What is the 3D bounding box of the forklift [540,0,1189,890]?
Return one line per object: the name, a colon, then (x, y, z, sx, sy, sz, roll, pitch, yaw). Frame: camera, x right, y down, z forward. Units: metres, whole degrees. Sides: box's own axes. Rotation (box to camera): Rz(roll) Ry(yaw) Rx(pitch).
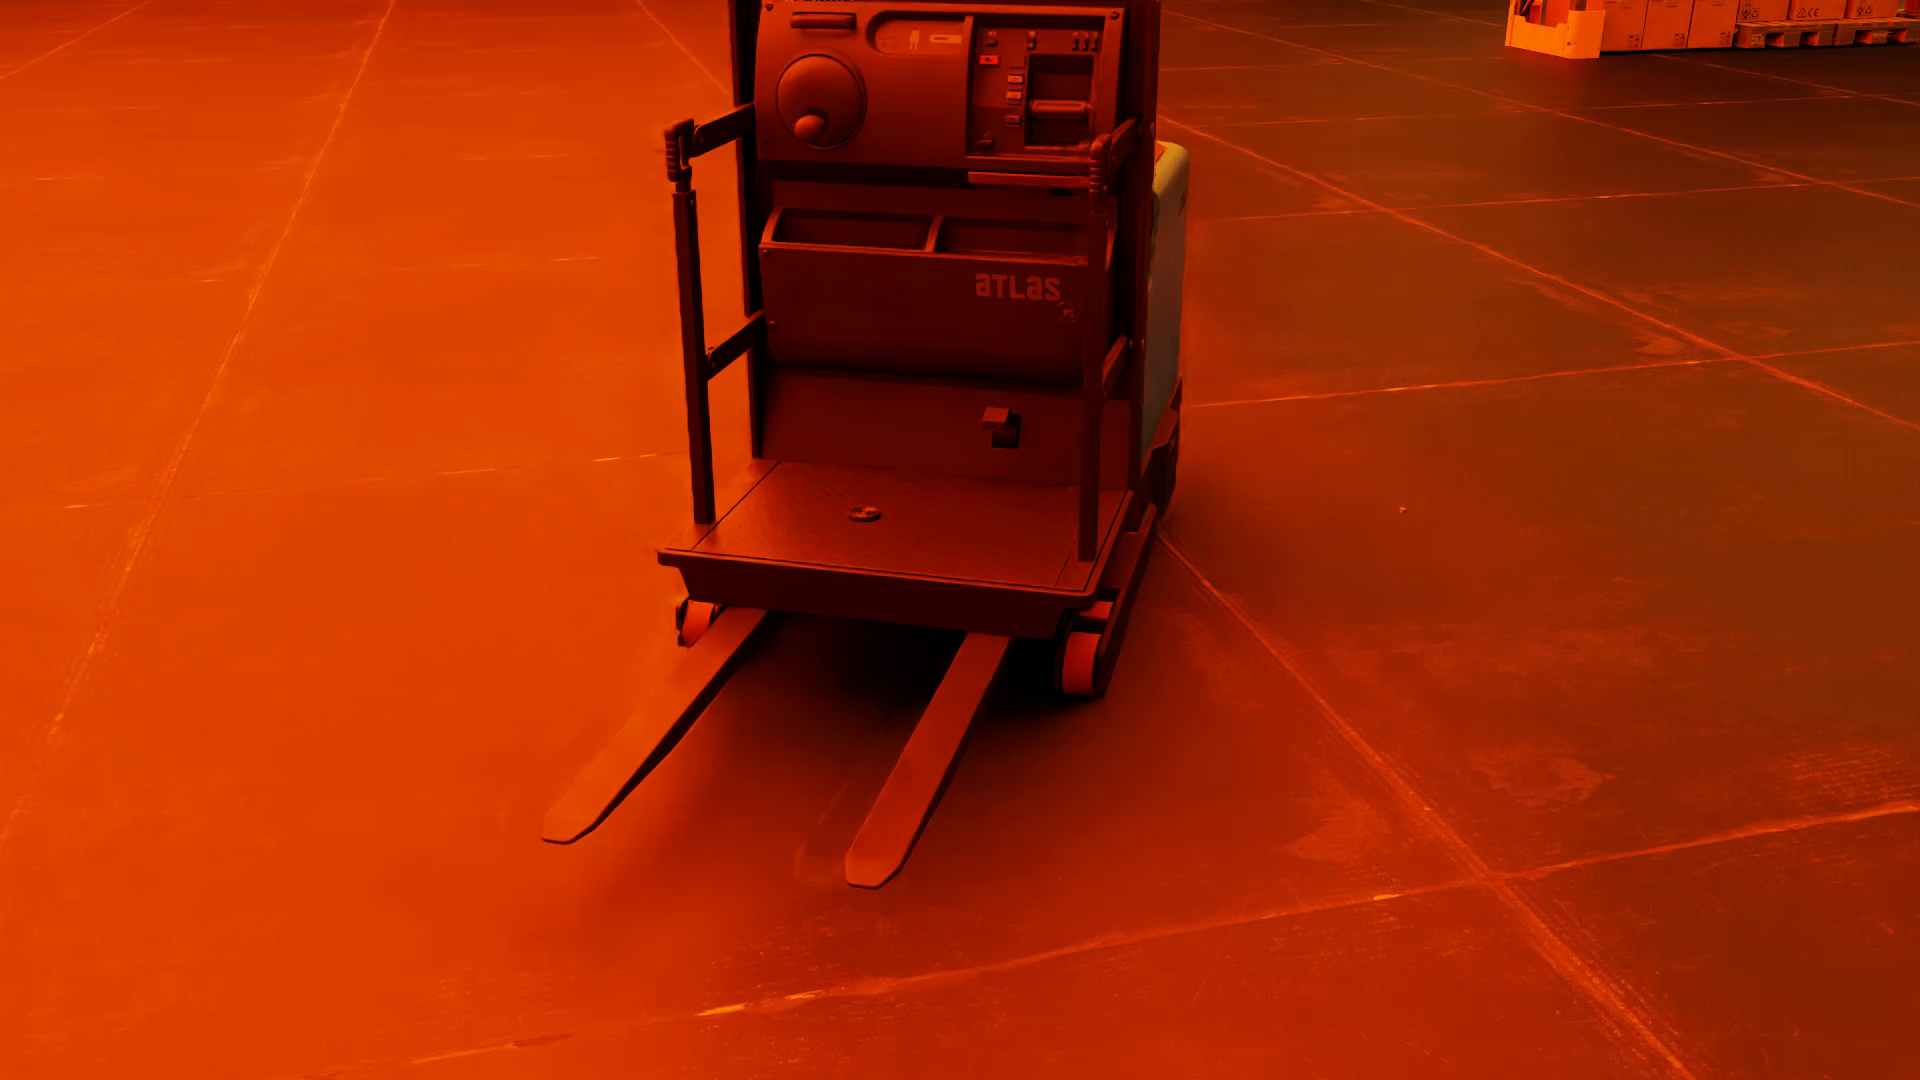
forklift: (-0.109, -1.121, 3.945, 1.130, 2.935, 3.031, 6, 24, 13)
